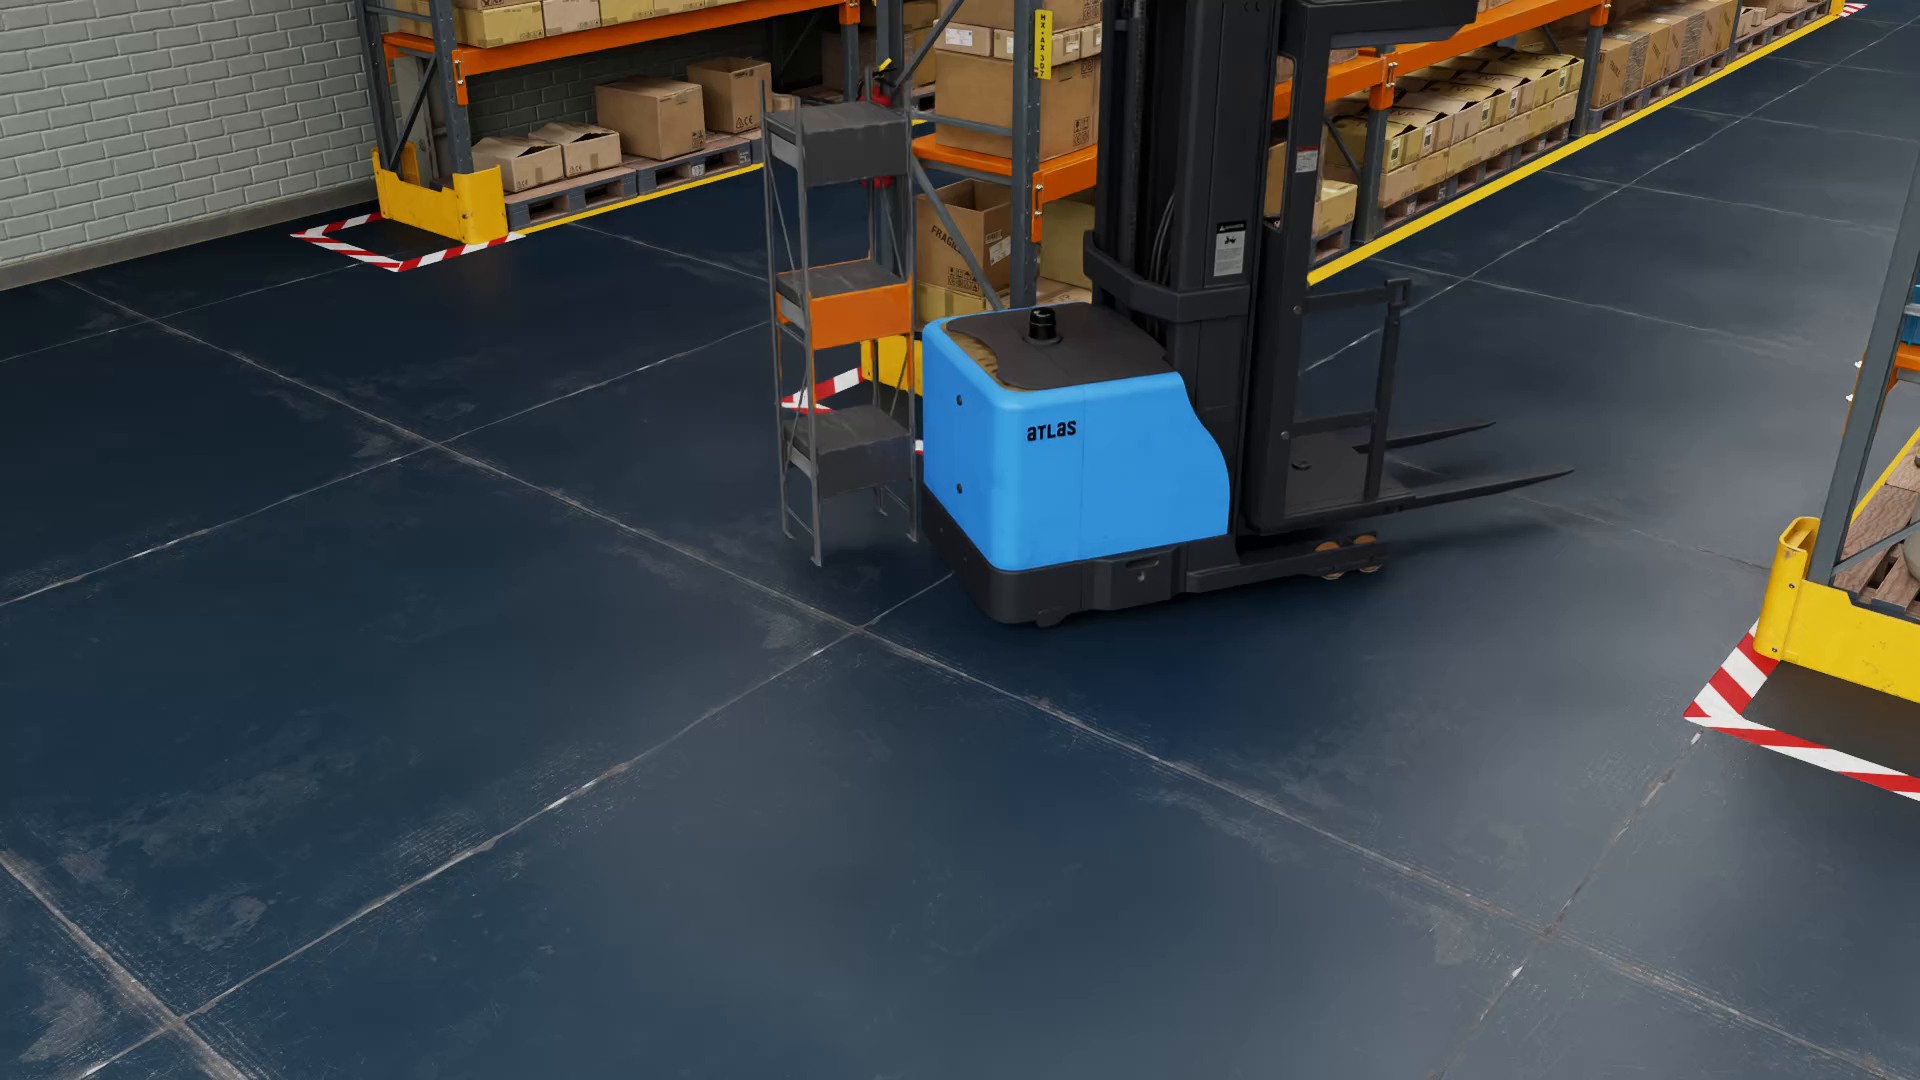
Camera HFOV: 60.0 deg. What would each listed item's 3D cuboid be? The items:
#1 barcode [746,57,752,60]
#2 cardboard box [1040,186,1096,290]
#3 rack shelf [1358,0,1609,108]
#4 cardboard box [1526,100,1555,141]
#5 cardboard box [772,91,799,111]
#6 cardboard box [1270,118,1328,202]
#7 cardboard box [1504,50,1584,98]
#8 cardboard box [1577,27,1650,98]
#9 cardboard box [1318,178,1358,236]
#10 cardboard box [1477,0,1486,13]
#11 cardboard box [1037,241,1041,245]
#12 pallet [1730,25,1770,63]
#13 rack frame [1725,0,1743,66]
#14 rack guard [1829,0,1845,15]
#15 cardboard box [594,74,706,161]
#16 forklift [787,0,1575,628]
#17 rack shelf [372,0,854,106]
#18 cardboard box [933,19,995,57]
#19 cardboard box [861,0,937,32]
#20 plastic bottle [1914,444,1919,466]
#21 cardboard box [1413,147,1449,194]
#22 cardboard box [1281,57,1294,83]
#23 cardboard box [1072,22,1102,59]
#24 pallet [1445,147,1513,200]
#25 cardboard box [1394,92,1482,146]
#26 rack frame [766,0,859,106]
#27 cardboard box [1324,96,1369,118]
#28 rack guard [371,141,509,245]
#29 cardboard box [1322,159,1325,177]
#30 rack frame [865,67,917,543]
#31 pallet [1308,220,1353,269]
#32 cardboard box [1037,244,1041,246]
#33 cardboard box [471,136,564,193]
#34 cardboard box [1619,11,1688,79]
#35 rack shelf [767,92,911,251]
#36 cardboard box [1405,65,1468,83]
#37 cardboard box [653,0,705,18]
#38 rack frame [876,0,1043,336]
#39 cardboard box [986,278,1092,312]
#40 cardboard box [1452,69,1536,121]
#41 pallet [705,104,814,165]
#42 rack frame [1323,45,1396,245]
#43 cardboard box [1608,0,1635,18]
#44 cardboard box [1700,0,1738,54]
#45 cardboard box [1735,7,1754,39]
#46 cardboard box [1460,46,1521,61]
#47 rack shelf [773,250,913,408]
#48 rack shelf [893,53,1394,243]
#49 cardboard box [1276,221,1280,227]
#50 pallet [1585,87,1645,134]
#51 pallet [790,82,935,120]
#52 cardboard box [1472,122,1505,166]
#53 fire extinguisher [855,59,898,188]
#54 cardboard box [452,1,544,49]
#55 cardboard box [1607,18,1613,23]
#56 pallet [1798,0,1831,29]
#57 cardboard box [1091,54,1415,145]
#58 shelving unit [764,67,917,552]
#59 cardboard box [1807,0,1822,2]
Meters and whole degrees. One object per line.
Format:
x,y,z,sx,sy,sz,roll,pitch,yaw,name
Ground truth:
-1.826,-4.145,14.390,0.001,0.075,0.075,21,34,34,barcode
0.813,-1.775,9.636,0.500,0.500,0.500,21,34,34,cardboard box
3.800,-3.982,12.965,1.077,0.370,4.000,21,34,34,rack shelf
4.600,-3.534,13.852,0.500,0.250,0.500,20,34,34,cardboard box
-1.614,-3.777,14.392,0.380,0.166,0.250,16,31,28,cardboard box
2.074,-2.488,11.015,0.500,0.500,0.500,21,34,34,cardboard box
4.929,-3.967,14.079,0.500,0.311,0.500,22,34,36,cardboard box
5.911,-4.361,15.156,0.500,0.500,0.500,19,33,33,cardboard box
2.401,-2.329,11.523,0.500,0.250,0.500,21,34,34,cardboard box
3.682,-4.268,12.628,0.500,0.500,0.500,21,34,34,cardboard box
0.720,-2.108,10.280,0.500,0.500,0.500,21,34,34,cardboard box
8.054,-5.433,18.023,1.003,0.211,1.213,21,34,34,pallet
7.616,-6.429,16.912,1.000,3.000,0.127,21,34,34,rack frame
10.112,-6.710,20.176,1.175,0.500,0.348,21,34,34,rack guard
-2.464,-3.372,13.246,0.700,0.500,0.500,18,33,31,cardboard box
1.099,-1.350,7.170,3.569,2.935,1.366,-10,29,-18,forklift
-2.569,-4.010,13.020,1.077,0.370,4.000,21,34,34,rack shelf
0.079,-2.698,8.885,0.380,0.149,0.250,20,33,34,cardboard box
-0.564,-4.880,15.344,0.500,0.250,0.500,20,33,33,cardboard box
4.633,-0.457,7.935,0.097,0.201,0.097,0,27,0,plastic bottle
3.301,-2.809,12.451,0.500,0.250,0.500,22,34,36,cardboard box
1.920,-3.288,10.733,0.700,0.500,0.500,20,34,34,cardboard box
0.565,-2.677,8.845,0.380,0.149,0.250,20,33,33,cardboard box
3.742,-3.061,13.437,1.003,0.211,1.213,21,34,34,pallet
3.633,-3.240,12.674,0.500,0.311,0.500,19,33,33,cardboard box
-1.297,-5.039,14.225,1.000,3.000,0.127,21,34,34,rack frame
2.890,-3.220,12.635,0.500,0.311,0.500,22,34,36,cardboard box
-3.793,-2.537,12.110,1.175,0.500,0.348,21,34,34,rack guard
2.568,-2.789,12.412,0.500,0.250,0.500,20,34,34,cardboard box
-0.302,-0.999,7.395,0.015,2.100,0.400,-14,31,-25,rack frame
1.989,-2.084,11.548,1.003,0.211,1.213,21,34,34,pallet
0.722,-1.774,10.451,0.500,0.250,0.500,21,34,34,cardboard box
-3.332,-2.841,12.424,0.500,0.311,0.500,17,32,29,cardboard box
6.561,-4.724,15.858,0.500,0.500,0.500,19,33,33,cardboard box
-0.516,-1.554,6.976,0.480,0.518,0.431,-14,31,-25,rack shelf
3.858,-3.756,13.671,0.500,0.311,0.500,20,33,33,cardboard box
-2.315,-4.189,12.724,0.500,0.250,0.500,21,34,35,cardboard box
-0.017,-2.174,8.688,1.000,3.000,0.127,21,34,34,rack frame
0.496,-1.264,9.465,0.500,0.250,0.500,21,34,34,cardboard box
4.280,-3.603,13.375,0.500,0.311,0.500,20,34,34,cardboard box
-1.697,-3.552,14.386,1.003,0.211,1.213,21,34,34,pallet
2.528,-3.592,11.429,1.000,3.000,0.127,21,34,34,rack frame
6.166,-5.214,15.990,0.500,0.250,0.500,20,33,33,cardboard box
7.523,-5.255,16.885,0.500,0.500,0.500,21,34,34,cardboard box
8.050,-5.515,17.594,0.500,0.311,0.500,21,34,34,cardboard box
4.512,-4.125,14.384,0.500,0.311,0.500,22,35,36,cardboard box
-0.516,-0.933,7.298,0.480,0.518,0.431,-14,31,-25,rack shelf
1.255,-2.564,10.224,1.077,0.370,4.000,21,34,34,rack shelf
1.769,-1.973,10.835,0.500,0.250,0.500,21,34,34,cardboard box
5.576,-4.025,15.302,1.003,0.211,1.213,21,34,34,pallet
-0.803,-4.077,15.400,1.003,0.211,1.213,21,34,34,pallet
3.953,-3.173,13.155,0.500,0.250,0.500,22,34,35,cardboard box
-0.450,-2.233,8.887,0.296,0.674,0.183,21,34,34,fire extinguisher
-3.286,-3.643,11.669,0.500,0.250,0.500,20,33,33,cardboard box
5.815,-4.679,15.772,0.500,0.500,0.500,19,33,33,cardboard box
9.606,-6.298,19.695,1.003,0.211,1.213,21,34,34,pallet
1.952,-3.011,11.112,1.023,1.340,4.930,22,34,36,cardboard box
-0.514,-0.945,7.292,0.499,2.100,0.431,-14,31,-25,shelving unit
10.005,-6.667,19.615,0.500,0.500,0.500,21,34,34,cardboard box
